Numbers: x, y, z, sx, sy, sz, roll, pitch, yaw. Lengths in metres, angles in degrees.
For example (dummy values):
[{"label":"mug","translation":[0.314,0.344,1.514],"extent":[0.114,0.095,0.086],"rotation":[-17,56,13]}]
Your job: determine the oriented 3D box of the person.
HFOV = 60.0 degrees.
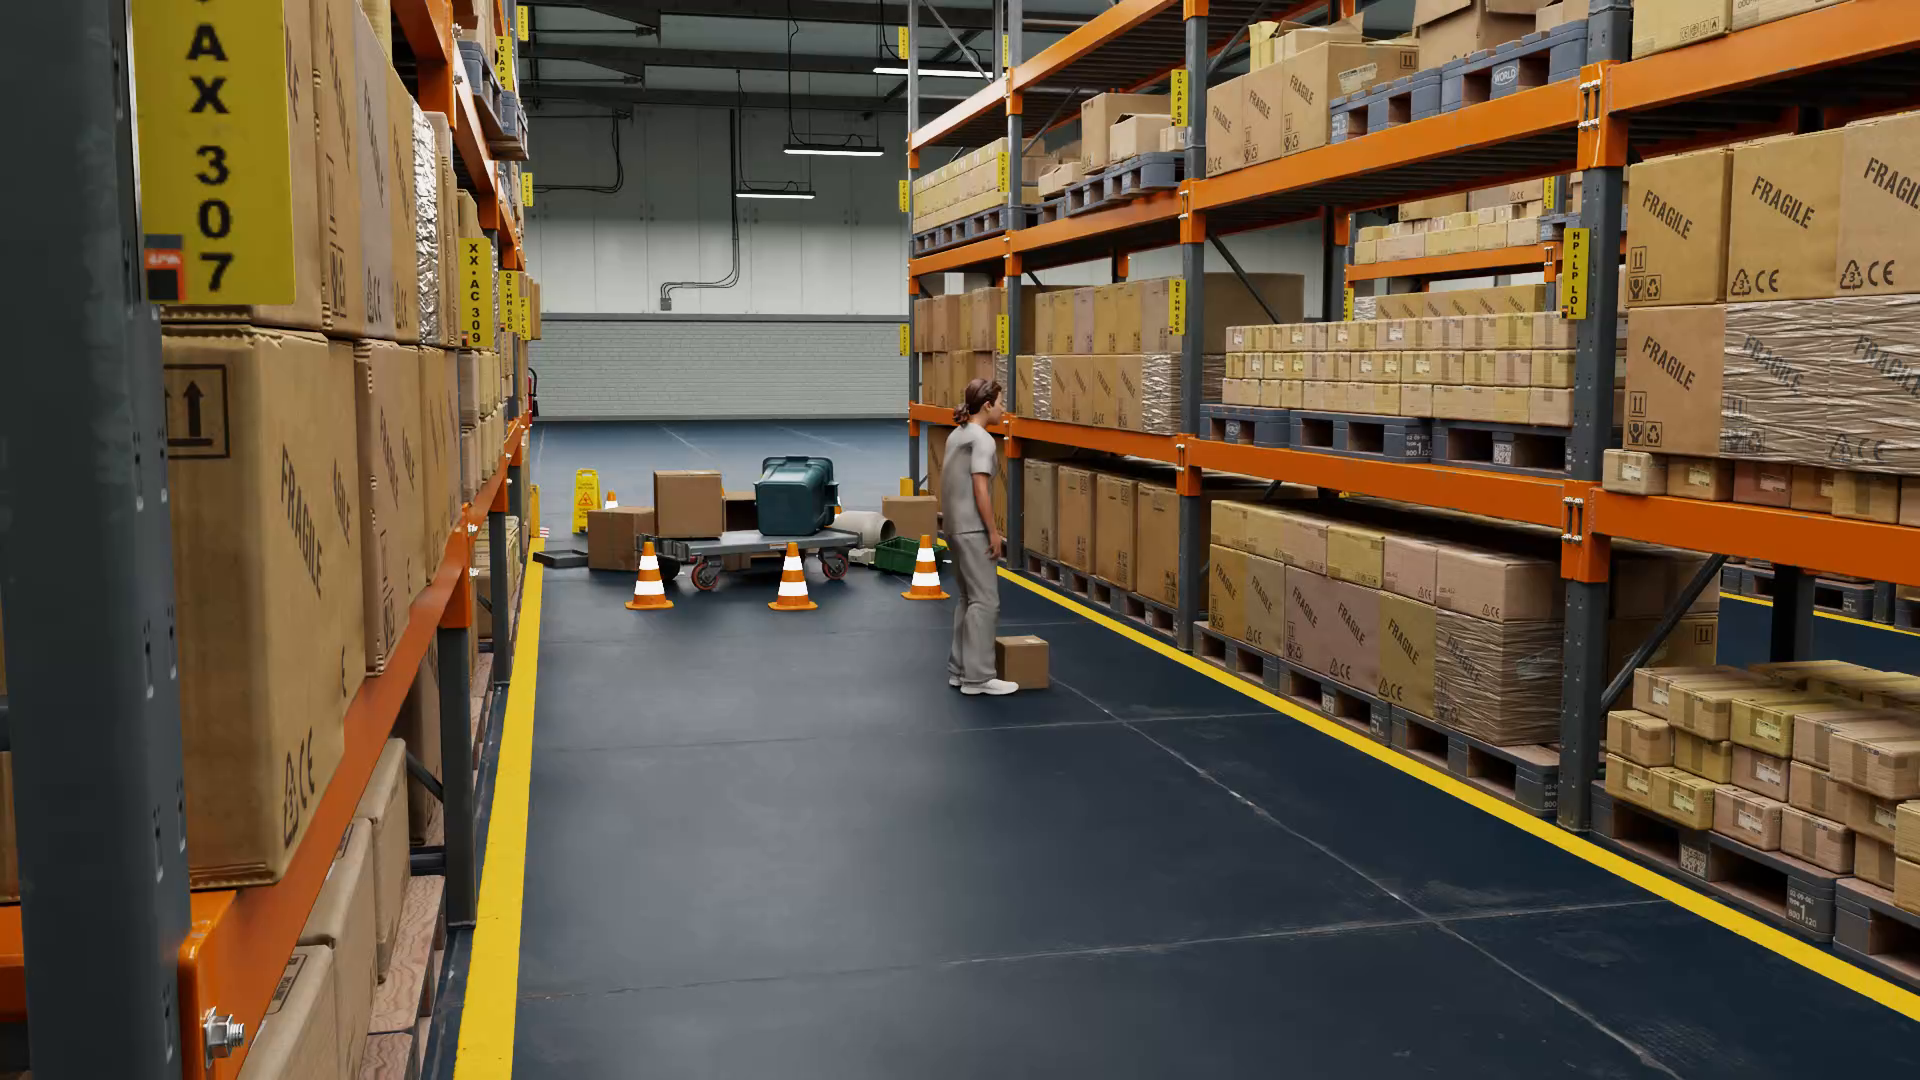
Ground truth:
[{"label":"person","translation":[0.088,-0.030,8.926],"extent":[0.356,1.672,0.514],"rotation":[-2,6,-17]}]
